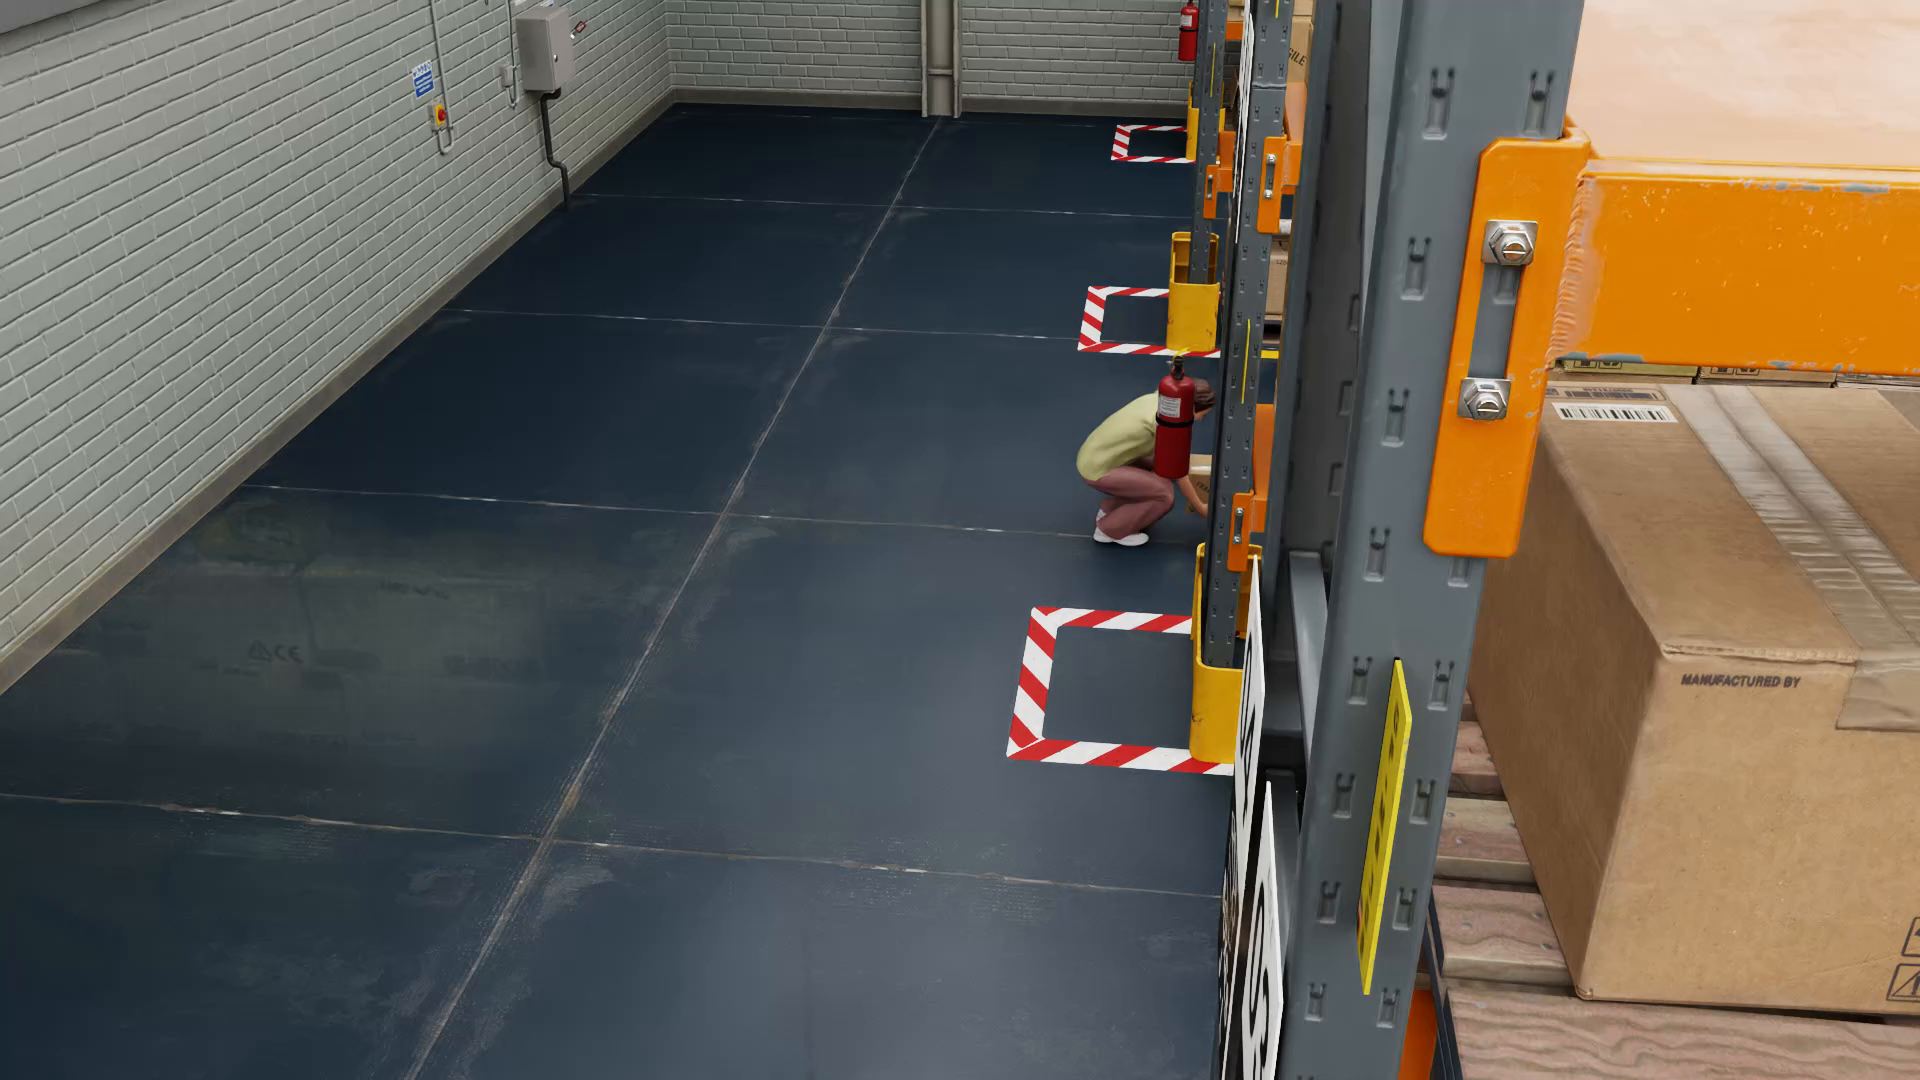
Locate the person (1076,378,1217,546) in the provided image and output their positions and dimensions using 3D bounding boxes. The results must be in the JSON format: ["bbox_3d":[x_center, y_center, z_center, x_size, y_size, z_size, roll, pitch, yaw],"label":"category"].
[{"bbox_3d":[1.053,-0.455,9.248,0.804,0.932,0.494,3,29,6],"label":"person"}]
